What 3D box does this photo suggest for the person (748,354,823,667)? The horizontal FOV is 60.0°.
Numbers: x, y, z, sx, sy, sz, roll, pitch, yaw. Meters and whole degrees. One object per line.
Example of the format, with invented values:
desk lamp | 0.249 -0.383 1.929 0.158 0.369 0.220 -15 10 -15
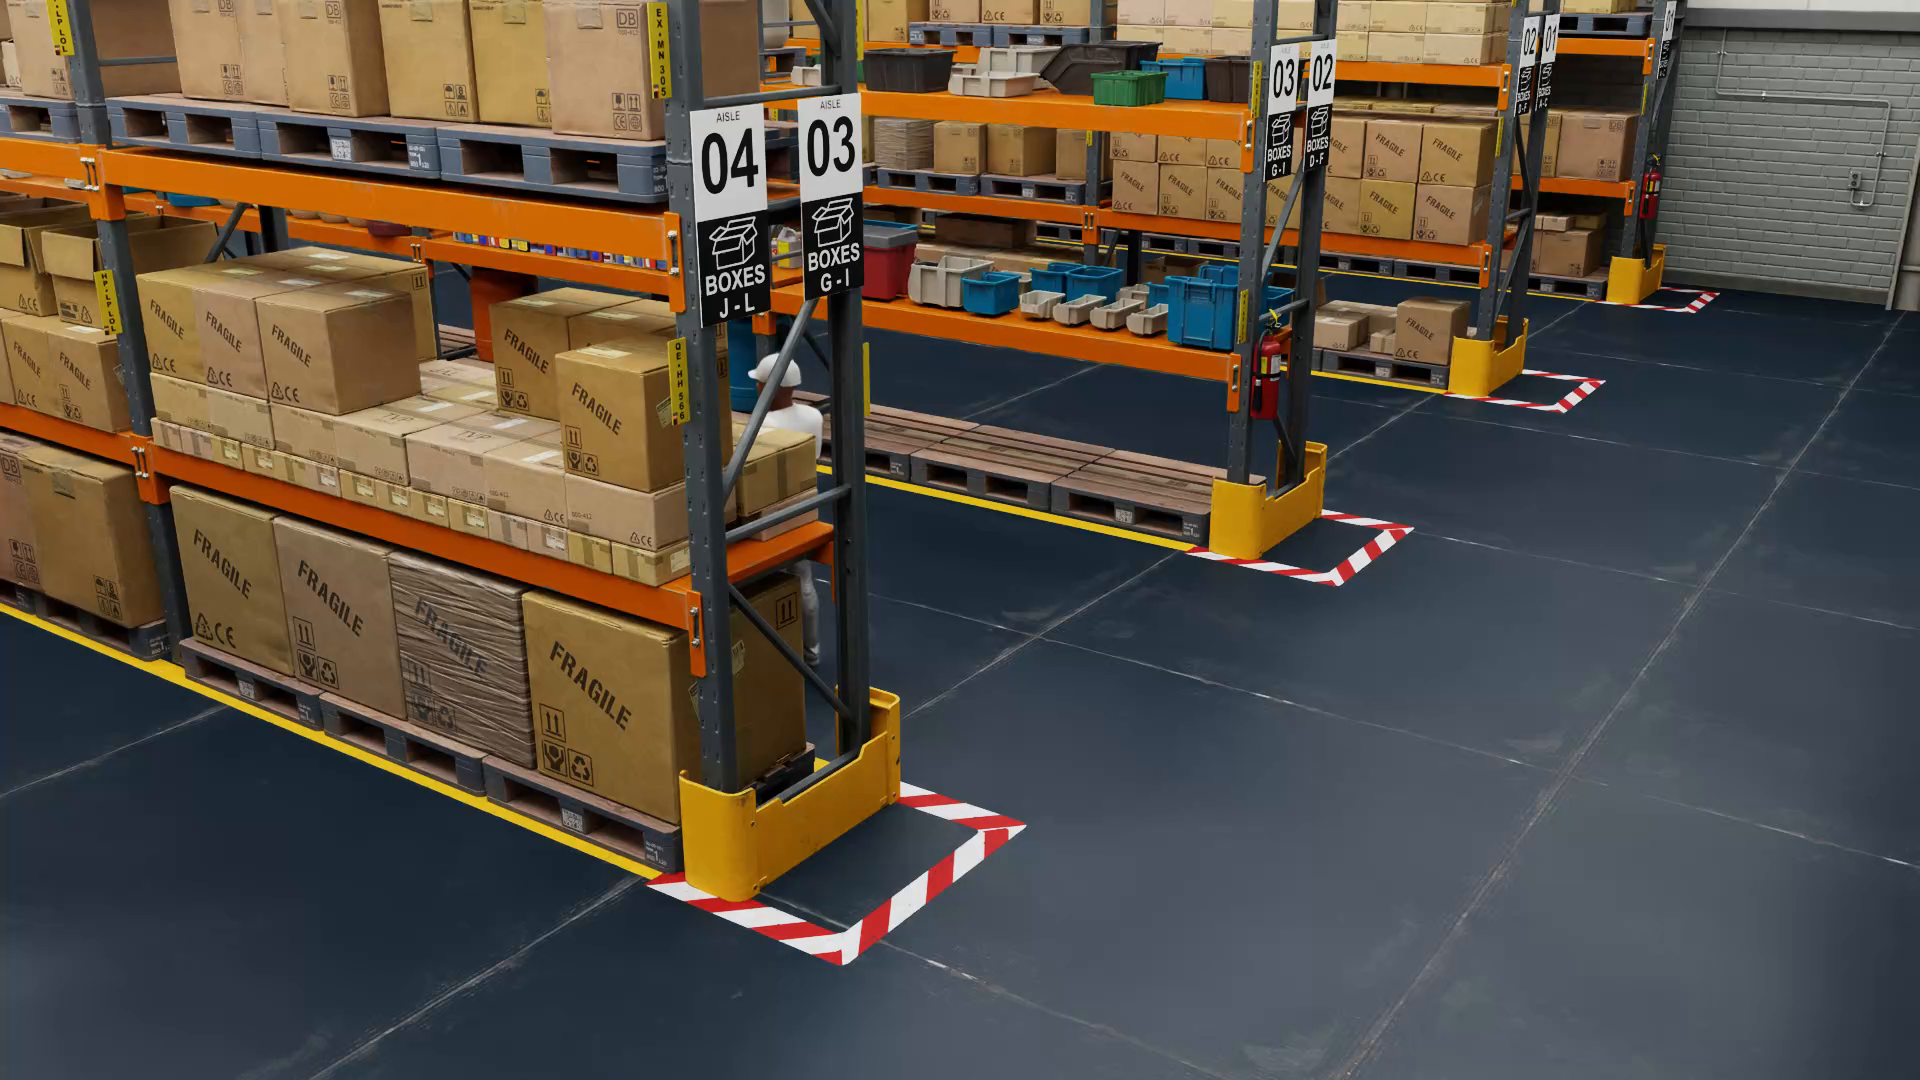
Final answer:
person | -0.971 -0.123 8.851 0.363 1.767 0.563 14 24 33
